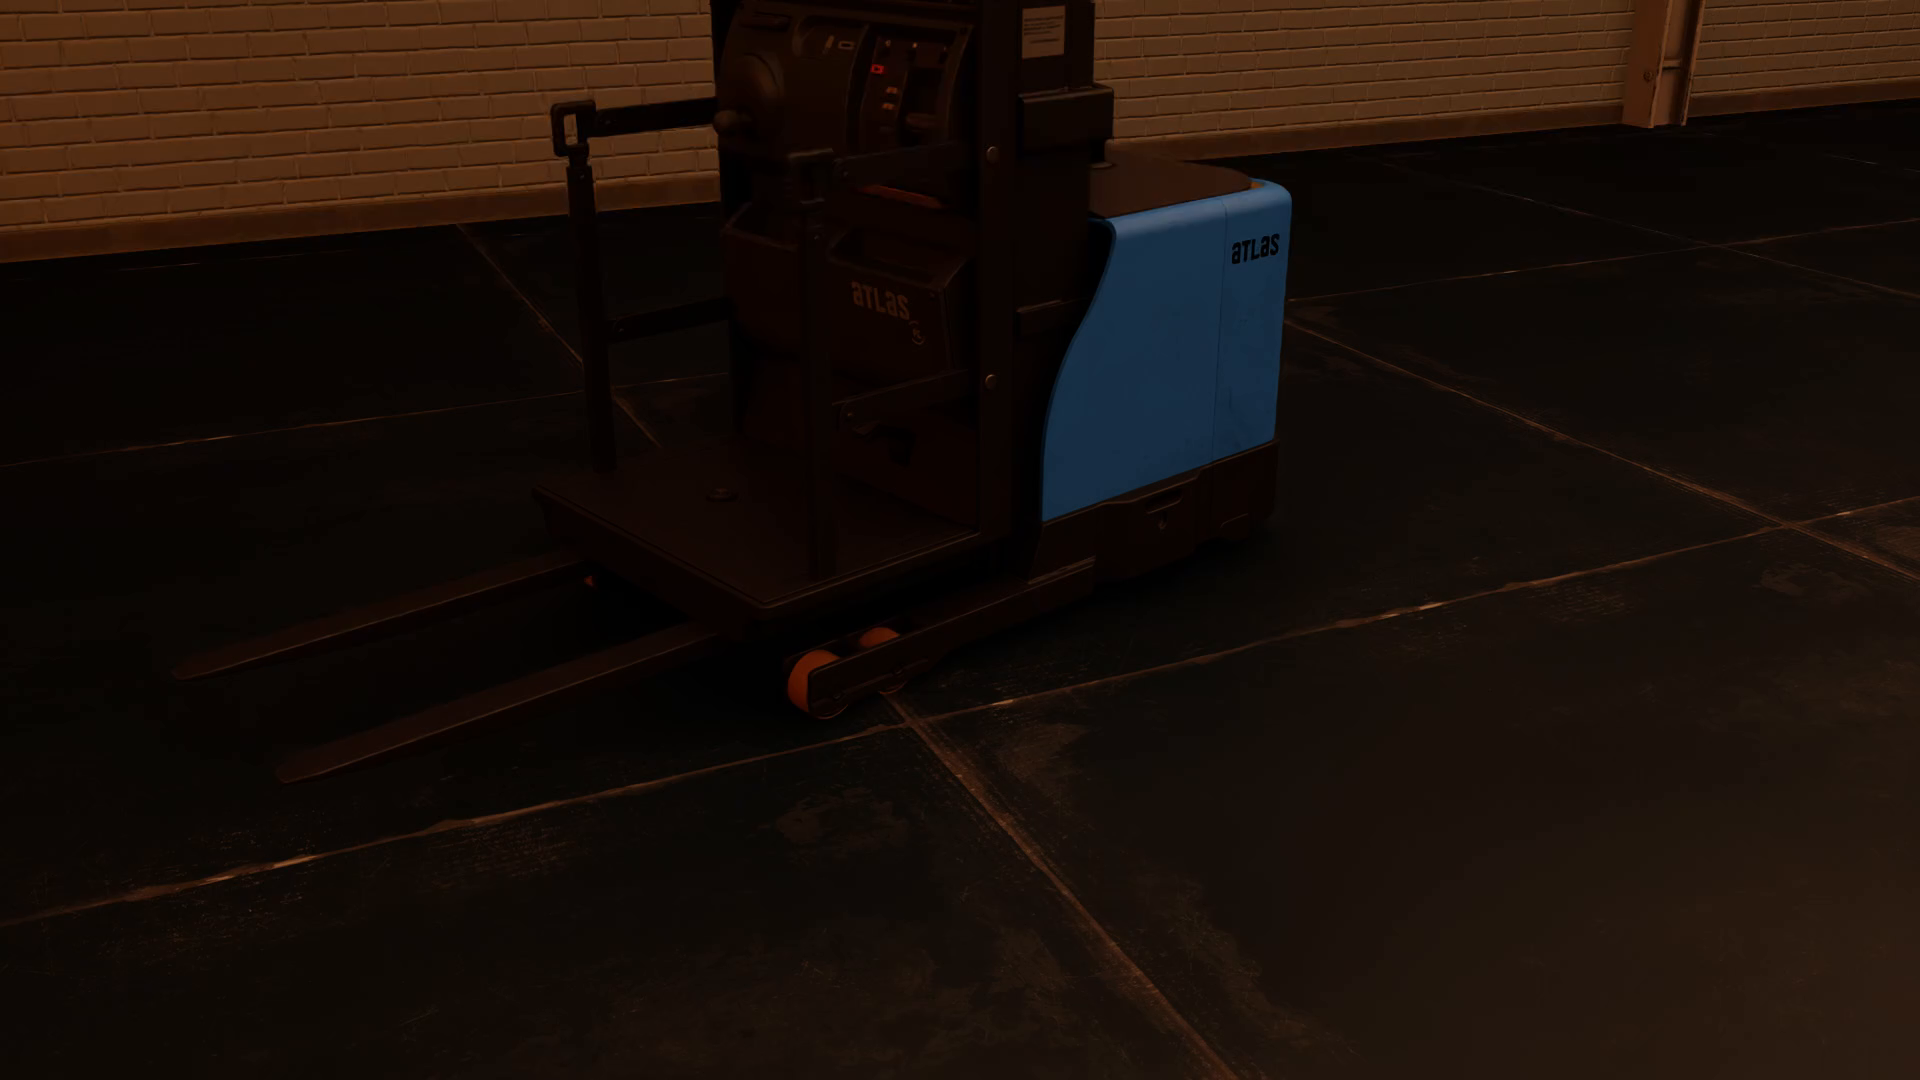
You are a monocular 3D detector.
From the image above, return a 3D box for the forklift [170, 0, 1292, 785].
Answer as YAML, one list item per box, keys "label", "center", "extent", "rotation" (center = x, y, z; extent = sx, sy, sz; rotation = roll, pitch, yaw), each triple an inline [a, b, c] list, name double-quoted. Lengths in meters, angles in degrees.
- label: "forklift"
  center: [-0.461, -1.142, 4.034]
  extent: [3.031, 2.935, 1.130]
  rotation: [-19, 29, -38]
